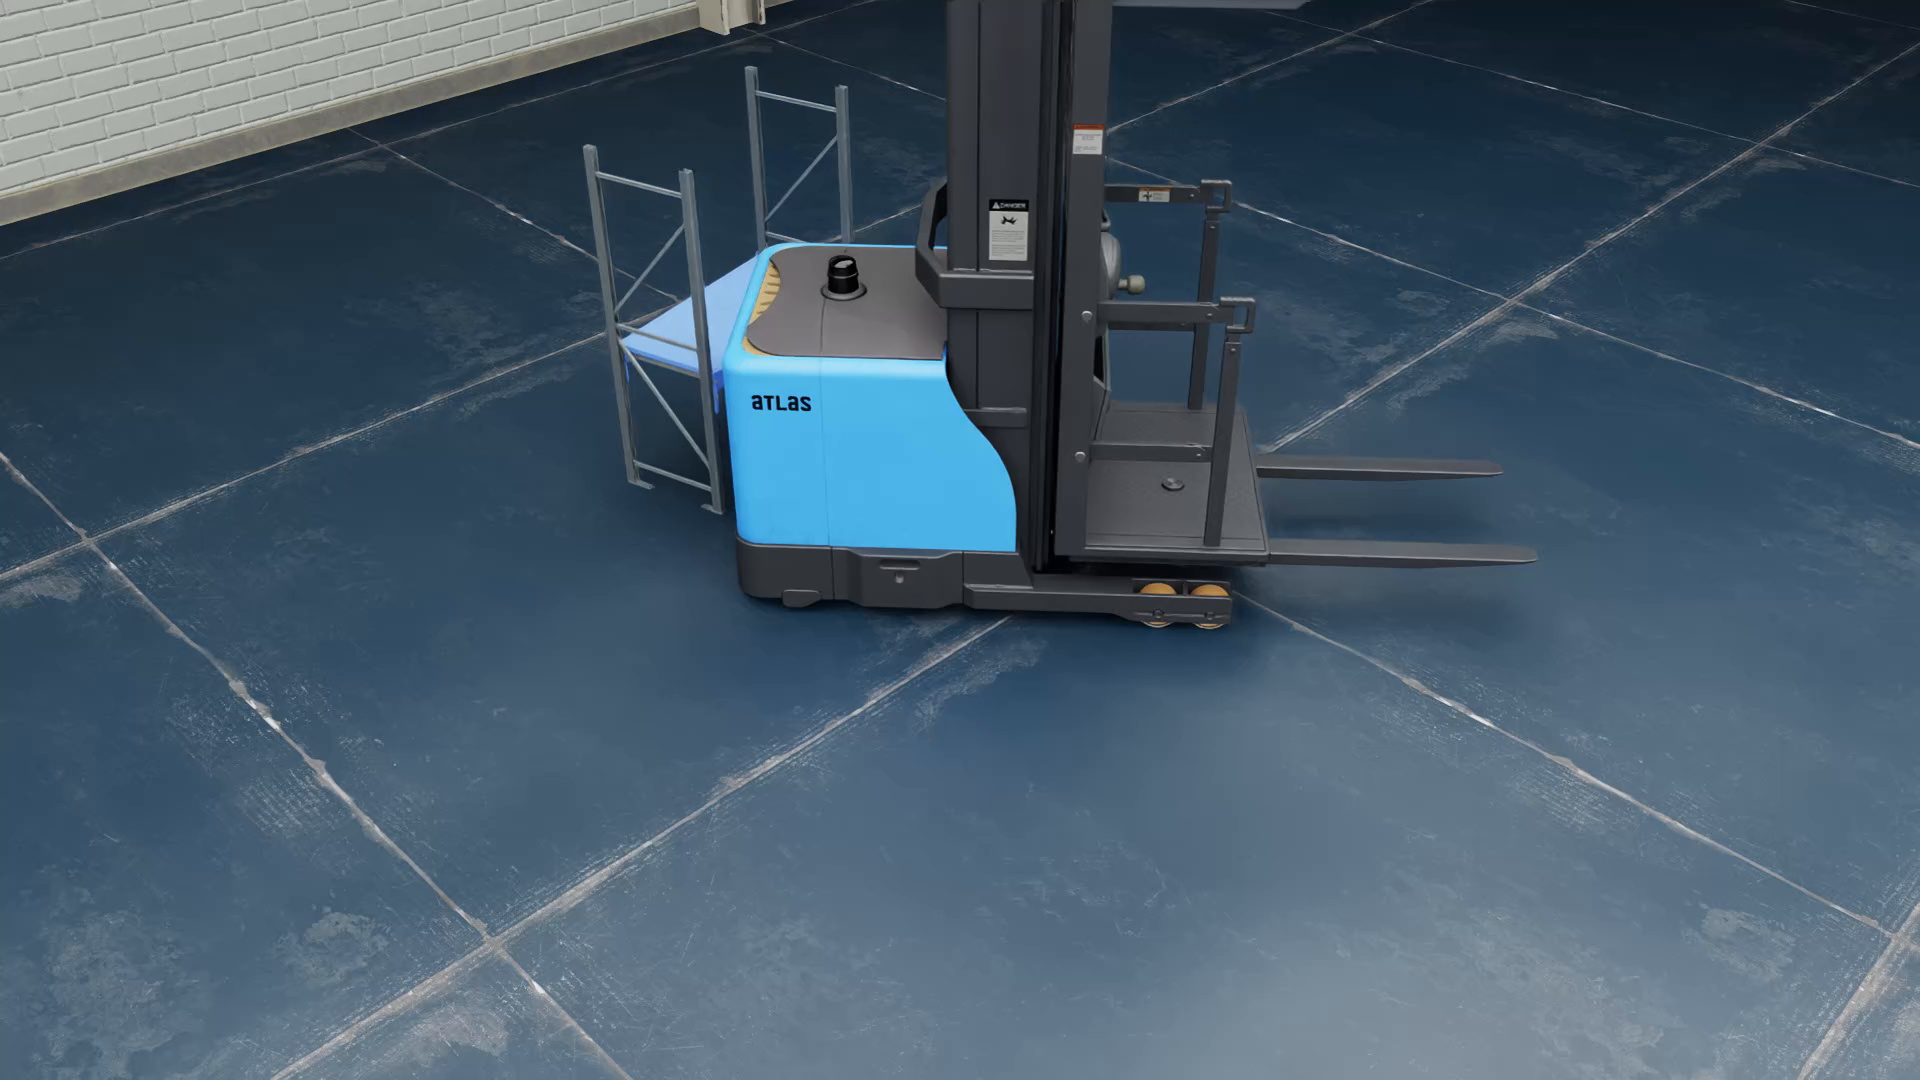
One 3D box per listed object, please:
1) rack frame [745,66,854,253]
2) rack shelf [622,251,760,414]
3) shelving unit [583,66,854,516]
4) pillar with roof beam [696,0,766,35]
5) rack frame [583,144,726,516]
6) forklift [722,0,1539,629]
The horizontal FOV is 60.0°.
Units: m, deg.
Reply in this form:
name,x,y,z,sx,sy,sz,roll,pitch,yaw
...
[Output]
name,x,y,z,sx,sy,sz,roll,pitch,yaw
rack frame,-0.680,-1.297,7.299,0.500,1.500,0.032,19,39,25
rack shelf,-0.938,-0.899,7.042,0.538,0.185,1.000,19,39,25
shelving unit,-0.938,-1.046,6.939,0.538,1.500,1.048,19,39,25
pillar with roof beam,1.389,-5.725,7.093,9.100,9.000,0.400,30,45,35
rack frame,-1.196,-0.796,6.580,0.500,1.500,0.032,19,39,25
forklift,0.684,-1.181,5.881,3.031,2.935,1.130,2,35,3
